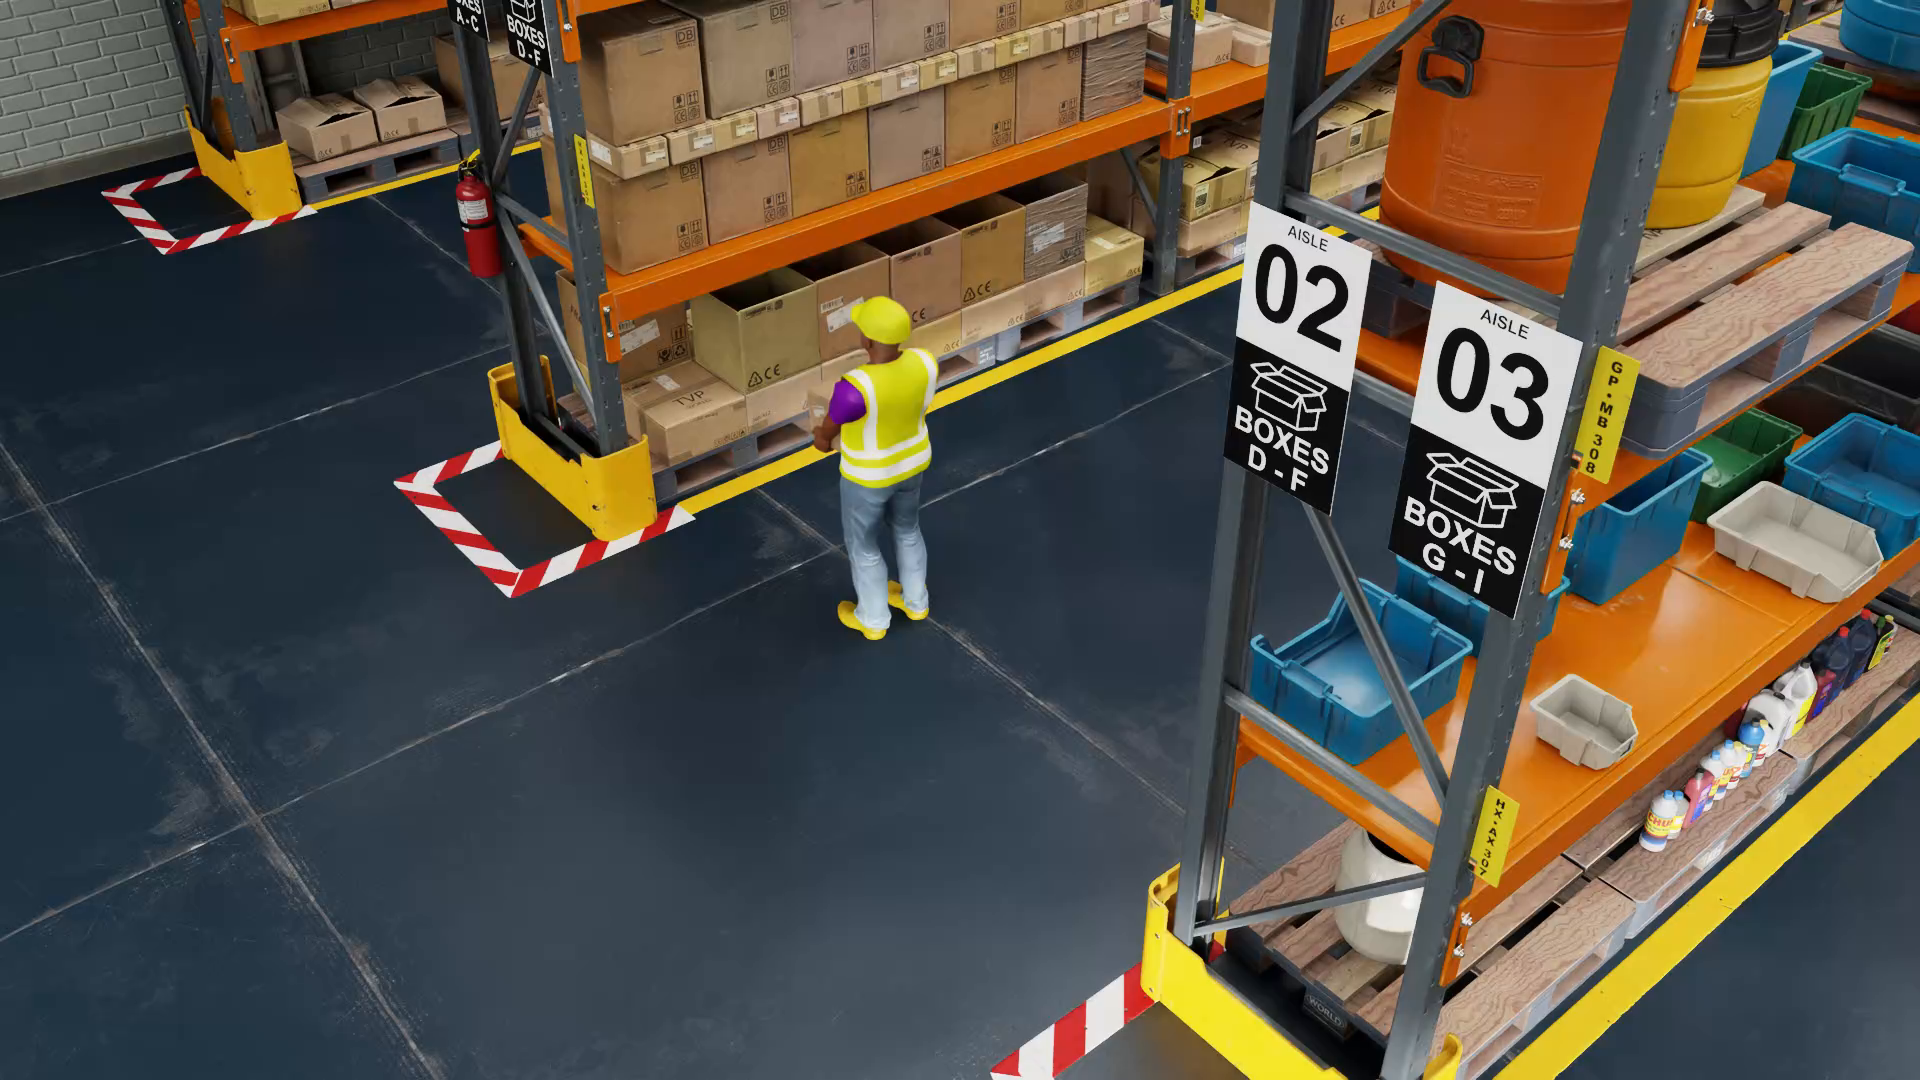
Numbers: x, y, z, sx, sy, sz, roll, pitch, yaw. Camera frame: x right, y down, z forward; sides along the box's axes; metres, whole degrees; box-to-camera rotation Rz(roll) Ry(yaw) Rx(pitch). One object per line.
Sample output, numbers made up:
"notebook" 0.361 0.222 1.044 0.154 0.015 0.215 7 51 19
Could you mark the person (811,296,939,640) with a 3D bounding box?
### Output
"person" -0.412 -0.368 7.576 0.503 1.760 0.577 -25 43 -31
